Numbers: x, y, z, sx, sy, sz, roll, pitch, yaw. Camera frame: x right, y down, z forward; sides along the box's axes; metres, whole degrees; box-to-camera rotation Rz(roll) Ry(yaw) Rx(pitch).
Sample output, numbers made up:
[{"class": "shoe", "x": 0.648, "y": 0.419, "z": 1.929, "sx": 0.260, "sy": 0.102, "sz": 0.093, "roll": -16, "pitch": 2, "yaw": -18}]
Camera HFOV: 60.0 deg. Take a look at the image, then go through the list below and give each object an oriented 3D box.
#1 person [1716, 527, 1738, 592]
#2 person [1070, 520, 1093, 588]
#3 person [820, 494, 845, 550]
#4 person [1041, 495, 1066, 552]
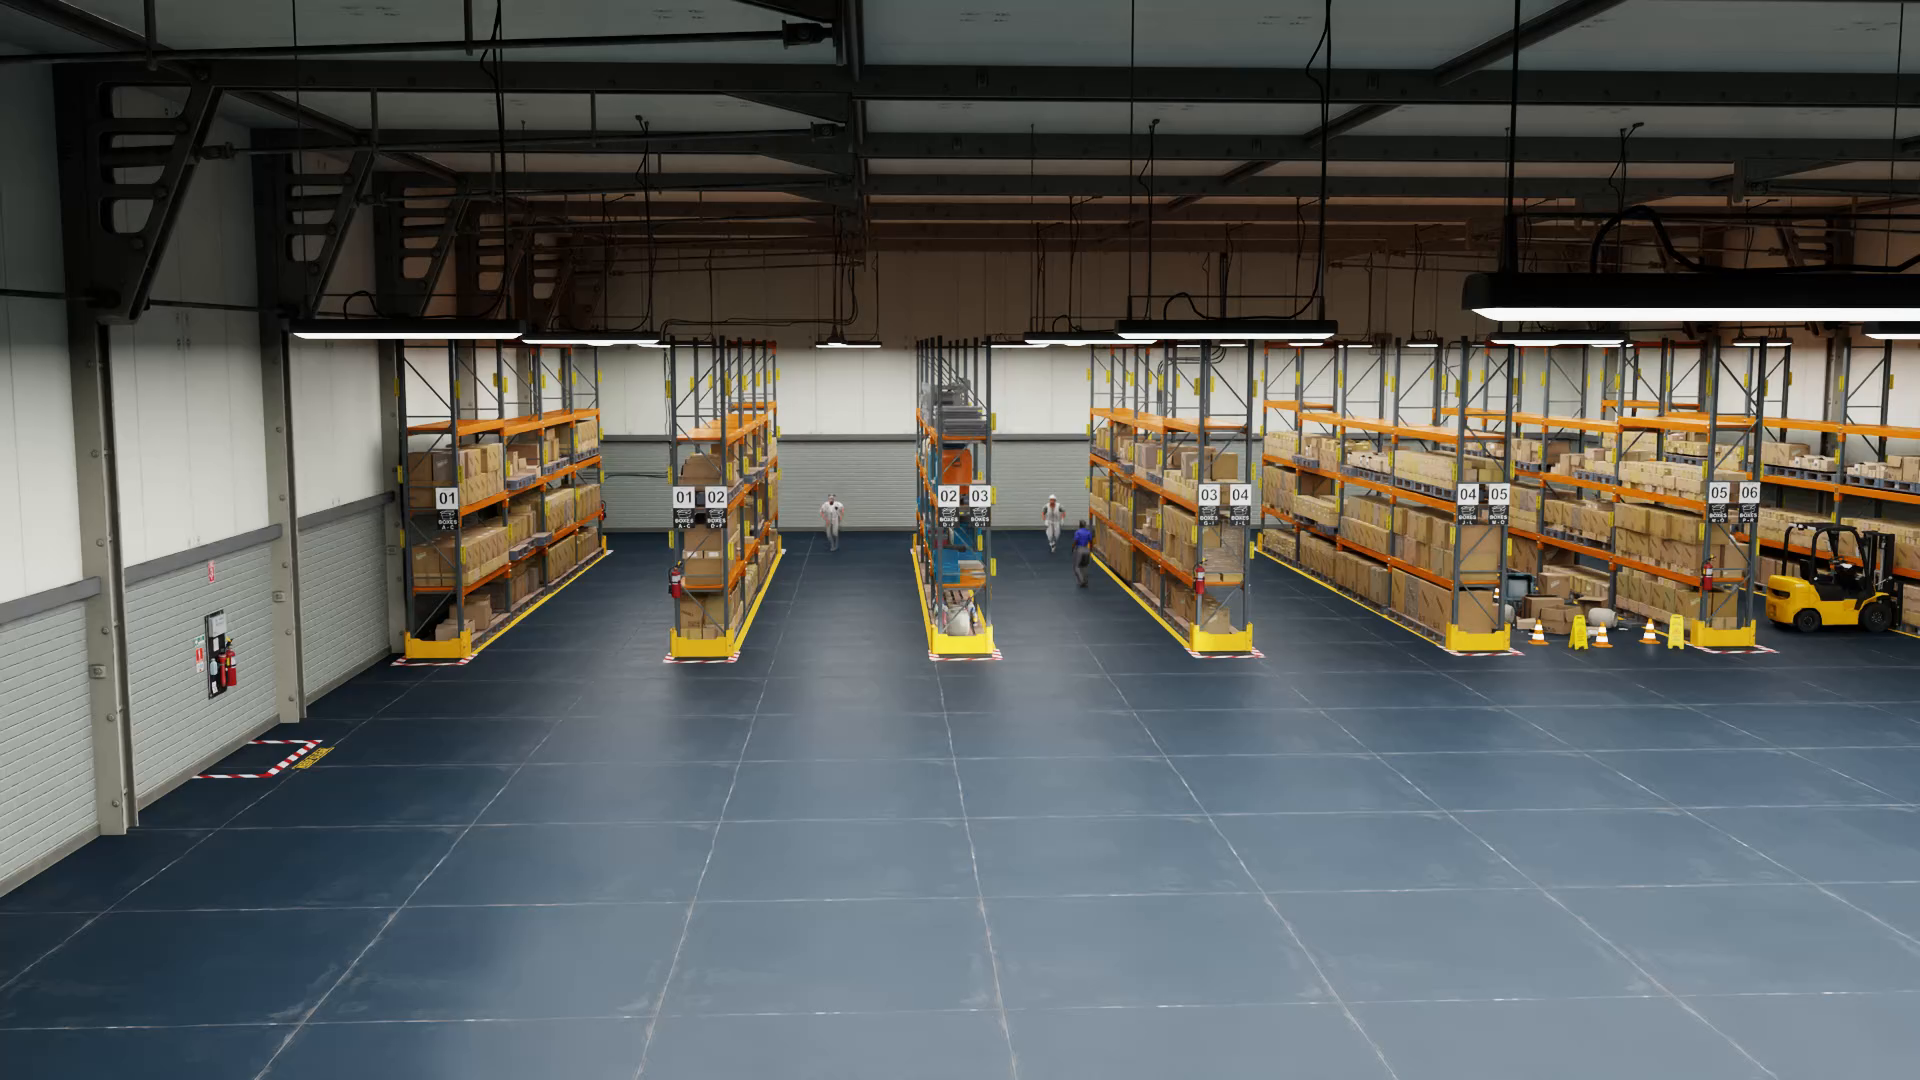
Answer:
[{"class": "person", "x": 17.987, "y": 0.513, "z": 38.899, "sx": 0.503, "sy": 1.704, "sz": 0.580, "roll": -2, "pitch": 7, "yaw": -19}, {"class": "person", "x": 3.003, "y": 0.335, "z": 40.407, "sx": 0.518, "sy": 1.644, "sz": 0.540, "roll": -2, "pitch": 7, "yaw": -20}, {"class": "person", "x": -3.653, "y": -0.520, "z": 47.702, "sx": 0.666, "sy": 1.673, "sz": 0.729, "roll": 1, "pitch": 7, "yaw": 7}, {"class": "person", "x": 2.655, "y": -0.466, "z": 47.210, "sx": 0.690, "sy": 1.680, "sz": 0.670, "roll": 1, "pitch": 7, "yaw": 6}]
